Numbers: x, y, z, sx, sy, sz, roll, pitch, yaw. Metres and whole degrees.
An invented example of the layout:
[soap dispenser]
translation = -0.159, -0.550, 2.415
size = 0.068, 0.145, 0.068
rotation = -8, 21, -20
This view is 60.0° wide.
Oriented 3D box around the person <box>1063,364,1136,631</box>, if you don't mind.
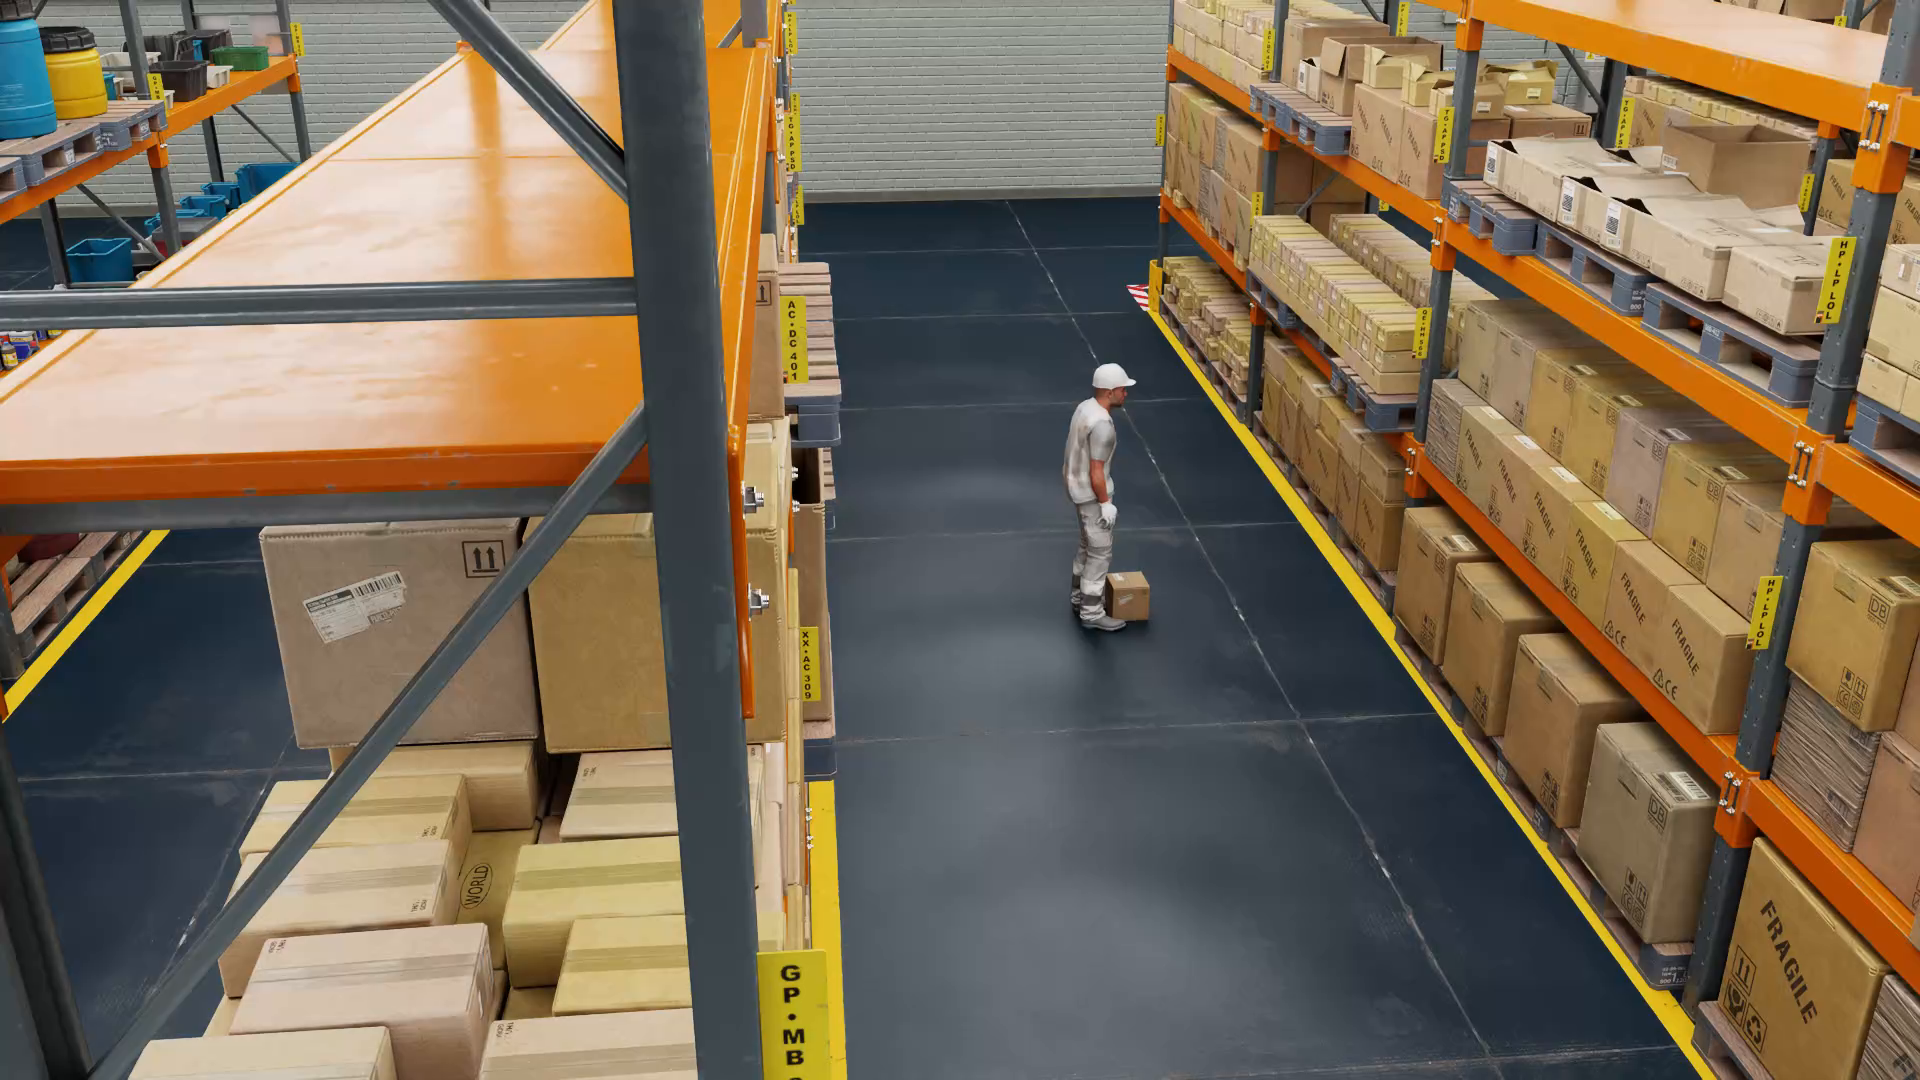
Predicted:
[person]
translation = 0.912, -0.299, 10.999
size = 0.448, 1.779, 0.609
rotation = -2, 24, -5
